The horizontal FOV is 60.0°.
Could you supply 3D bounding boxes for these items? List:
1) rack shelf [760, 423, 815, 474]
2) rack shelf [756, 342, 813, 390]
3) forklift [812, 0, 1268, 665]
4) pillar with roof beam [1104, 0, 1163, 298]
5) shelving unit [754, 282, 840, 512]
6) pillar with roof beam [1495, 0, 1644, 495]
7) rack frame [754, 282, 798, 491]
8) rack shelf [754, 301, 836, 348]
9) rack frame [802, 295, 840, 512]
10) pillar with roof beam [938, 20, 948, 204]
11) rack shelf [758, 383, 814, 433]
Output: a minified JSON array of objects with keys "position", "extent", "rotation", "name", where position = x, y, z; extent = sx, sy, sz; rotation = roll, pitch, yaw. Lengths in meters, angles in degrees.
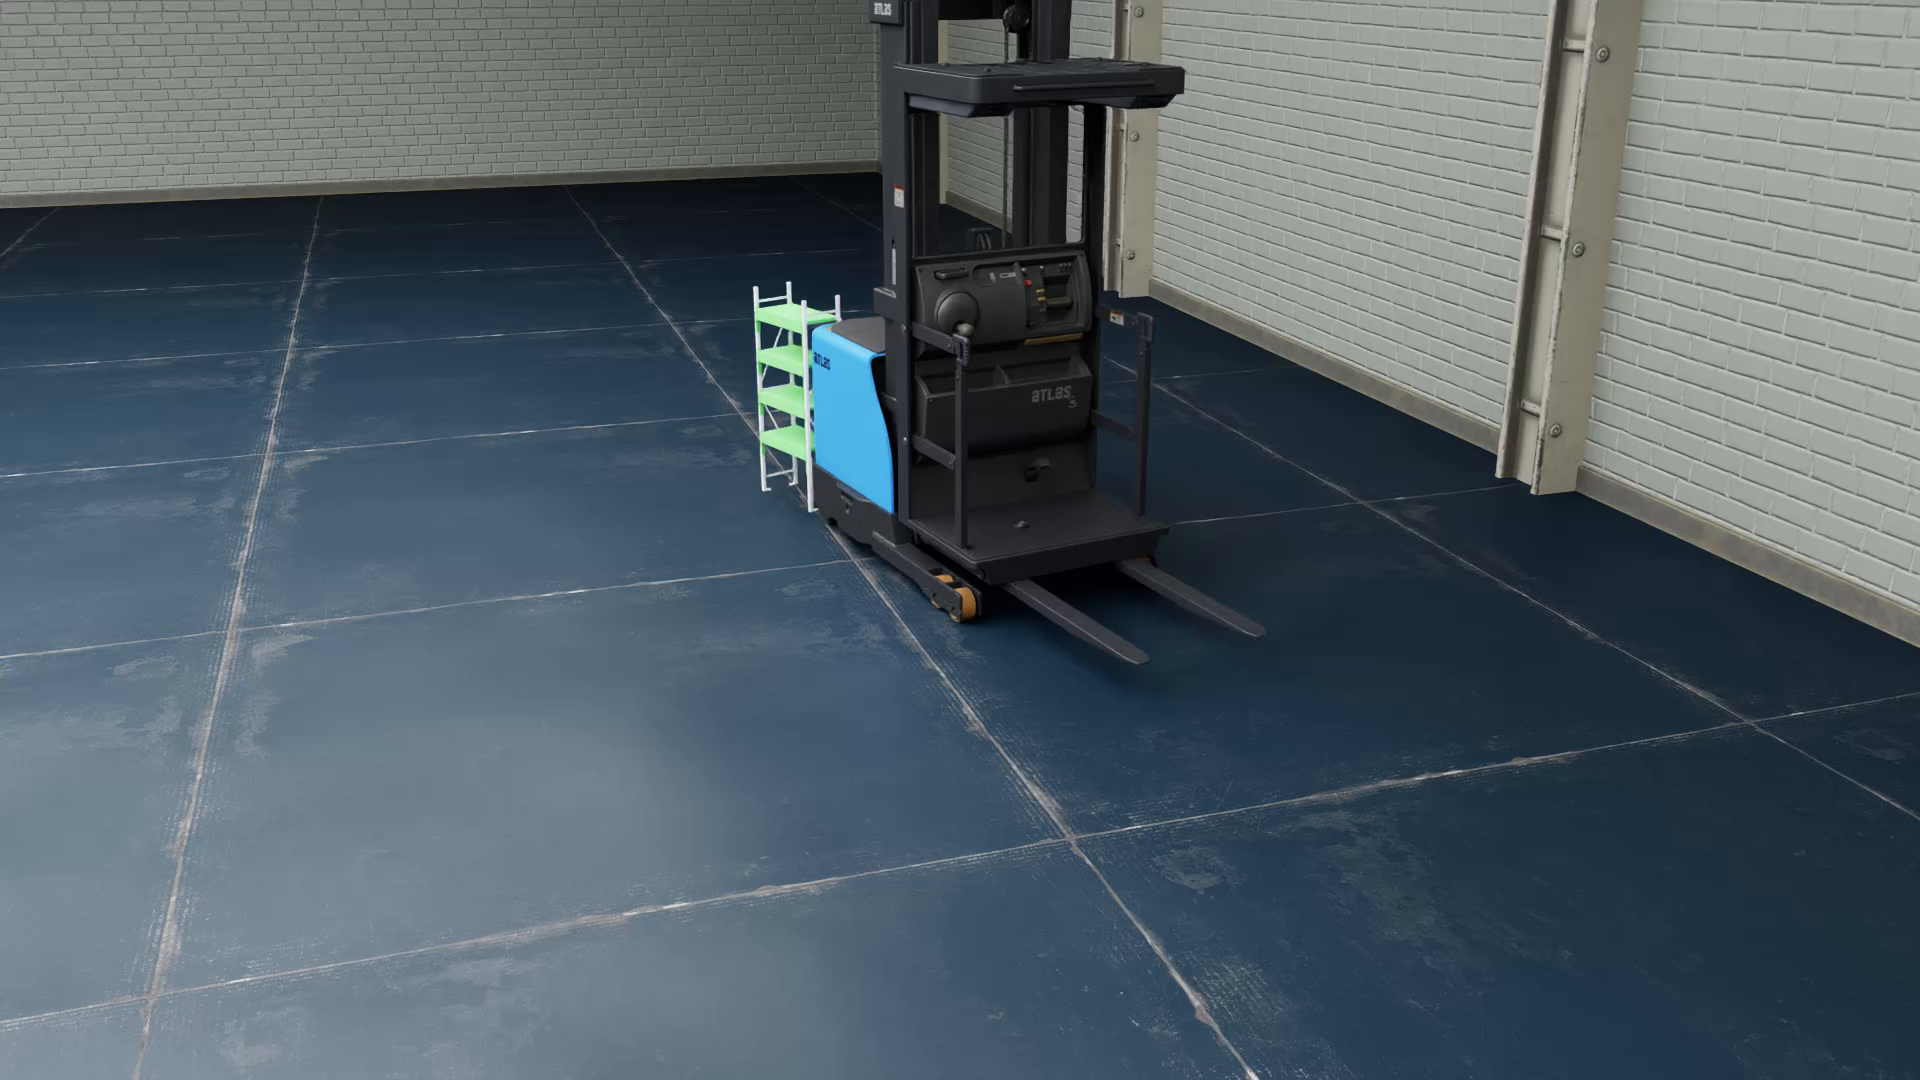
[{"position":[-0.907,-0.527,9.508],"extent":[0.258,0.148,0.480],"rotation":[-15,25,-36],"name":"rack shelf"},{"position":[-0.907,-0.979,9.346],"extent":[0.258,0.148,0.480],"rotation":[-15,25,-36],"name":"rack shelf"},{"position":[0.319,-1.164,7.822],"extent":[1.130,2.935,3.031],"rotation":[-10,22,-26],"name":"forklift"},{"position":[-2.551,-6.043,12.428],"extent":[9.100,9.000,0.400],"rotation":[-6,21,-17],"name":"pillar with roof beam"},{"position":[-0.907,-0.813,9.406],"extent":[0.258,1.200,0.503],"rotation":[-15,25,-36],"name":"shelving unit"},{"position":[-0.666,-4.117,7.067],"extent":[9.100,9.000,0.400],"rotation":[-6,21,-17],"name":"pillar with roof beam"},{"position":[-1.059,-0.878,9.585],"extent":[0.240,1.200,0.015],"rotation":[-15,25,-36],"name":"rack frame"},{"position":[-0.907,-1.205,9.265],"extent":[0.258,0.148,0.480],"rotation":[-15,25,-36],"name":"rack shelf"},{"position":[-0.755,-0.749,9.226],"extent":[0.240,1.200,0.015],"rotation":[-15,25,-36],"name":"rack frame"},{"position":[-4.437,-7.968,17.788],"extent":[9.100,9.000,0.400],"rotation":[-6,21,-17],"name":"pillar with roof beam"},{"position":[-0.907,-0.753,9.427],"extent":[0.258,0.148,0.480],"rotation":[-15,25,-36],"name":"rack shelf"}]
